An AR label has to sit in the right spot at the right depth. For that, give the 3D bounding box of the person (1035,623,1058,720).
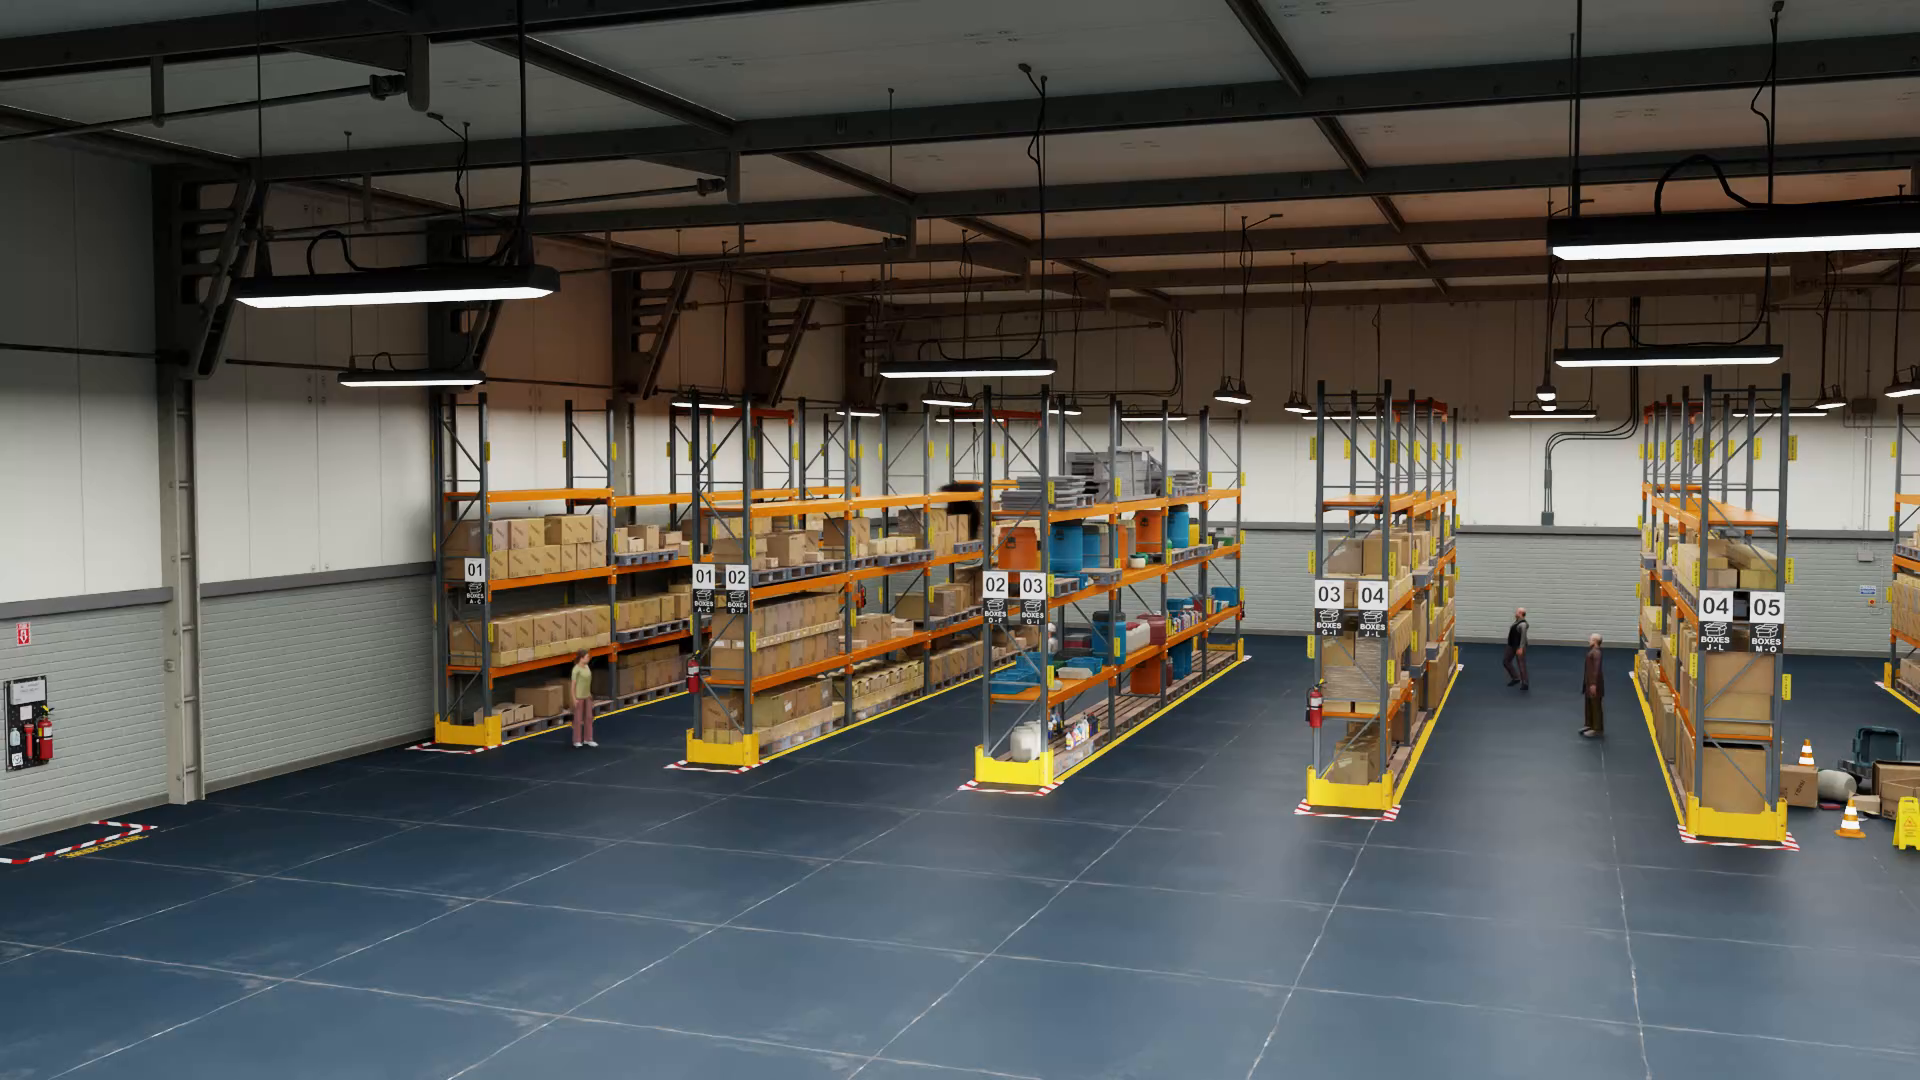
[{"bbox_3d":[1.627,2.447,31.020,0.371,1.798,0.583,1,3,14],"label":"person"}]

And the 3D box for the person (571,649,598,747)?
[{"bbox_3d":[-6.397,2.679,28.148,0.401,1.686,0.480,1,3,24],"label":"person"}]

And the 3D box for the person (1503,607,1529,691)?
[{"bbox_3d":[11.744,2.276,34.976,0.390,1.725,0.655,-1,3,-13],"label":"person"}]

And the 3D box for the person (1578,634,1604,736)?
[{"bbox_3d":[11.159,2.541,29.337,0.423,1.788,0.604,0,3,1],"label":"person"}]
